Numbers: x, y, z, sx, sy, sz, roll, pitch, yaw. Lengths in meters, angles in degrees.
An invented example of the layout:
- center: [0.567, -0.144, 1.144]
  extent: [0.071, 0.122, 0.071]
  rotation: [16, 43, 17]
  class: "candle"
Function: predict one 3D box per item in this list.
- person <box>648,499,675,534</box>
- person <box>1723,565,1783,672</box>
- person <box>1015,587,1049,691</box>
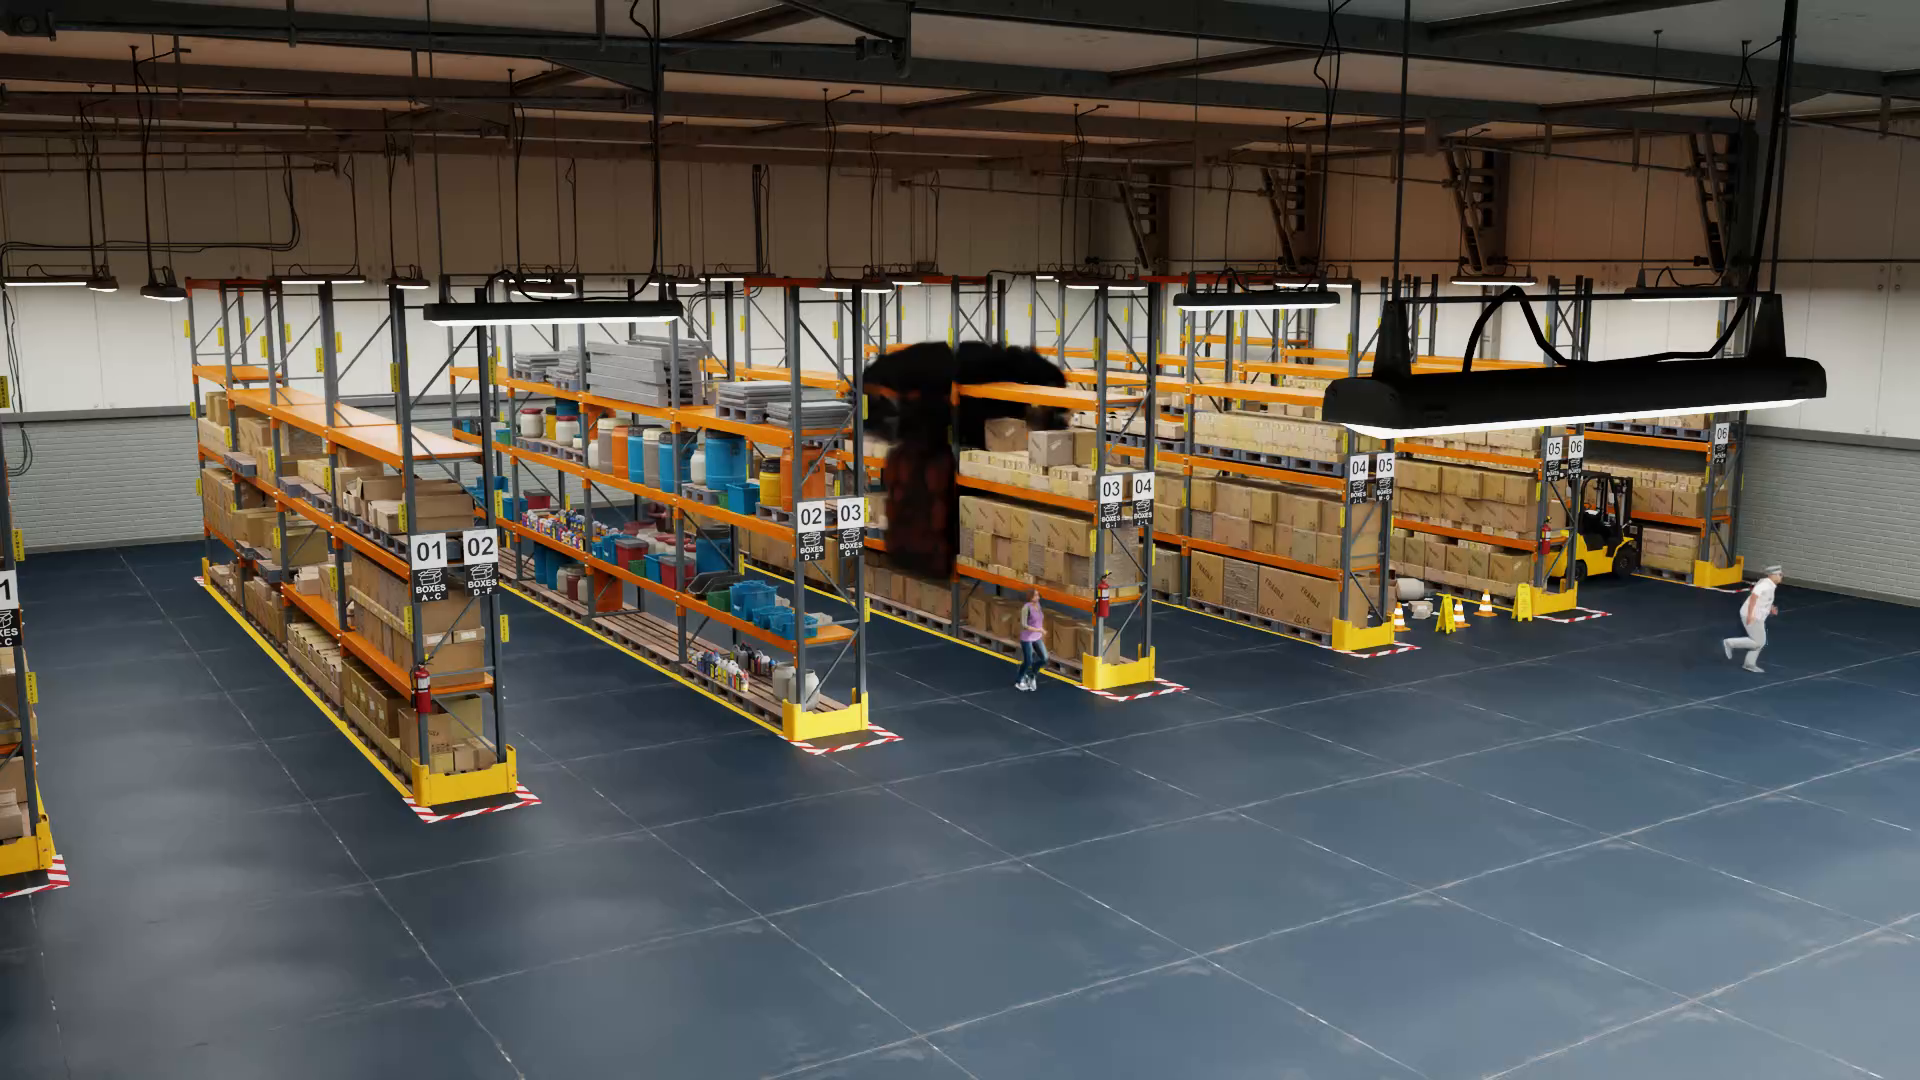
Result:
- center: [-6.039, -0.238, 33.888]
  extent: [0.710, 1.771, 1.034]
  rotation: [-9, 13, -42]
  class: "person"
- center: [12.316, 1.210, 25.865]
  extent: [0.784, 1.709, 0.658]
  rotation: [3, 10, 18]
  class: "person"
- center: [1.083, 1.475, 24.506]
  extent: [0.632, 1.594, 0.555]
  rotation: [8, 13, 41]
  class: "person"
